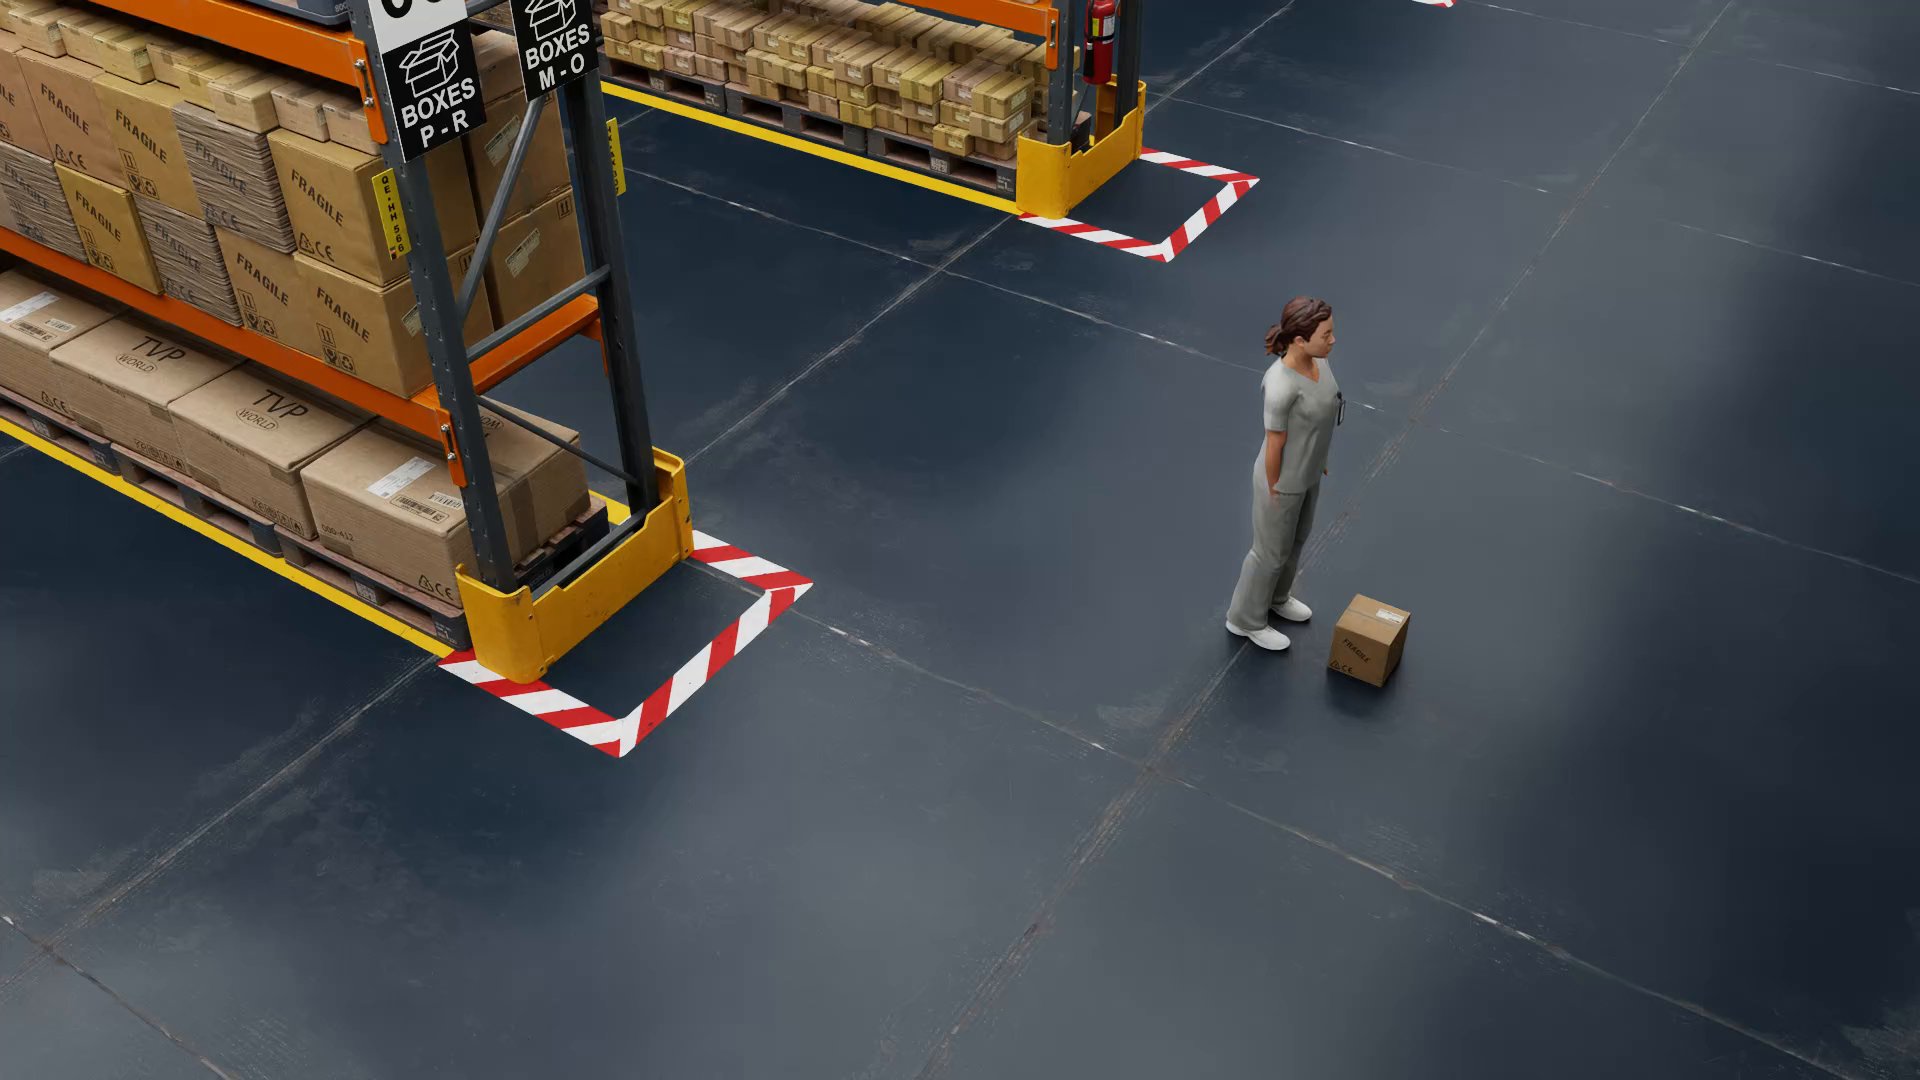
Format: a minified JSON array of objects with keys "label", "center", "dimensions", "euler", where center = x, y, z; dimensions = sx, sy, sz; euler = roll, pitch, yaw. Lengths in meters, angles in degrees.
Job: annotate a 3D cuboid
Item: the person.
[{"label":"person","center":[1.385,-0.287,7.047],"dimensions":[0.359,1.668,0.436],"euler":[23,44,26]}]
